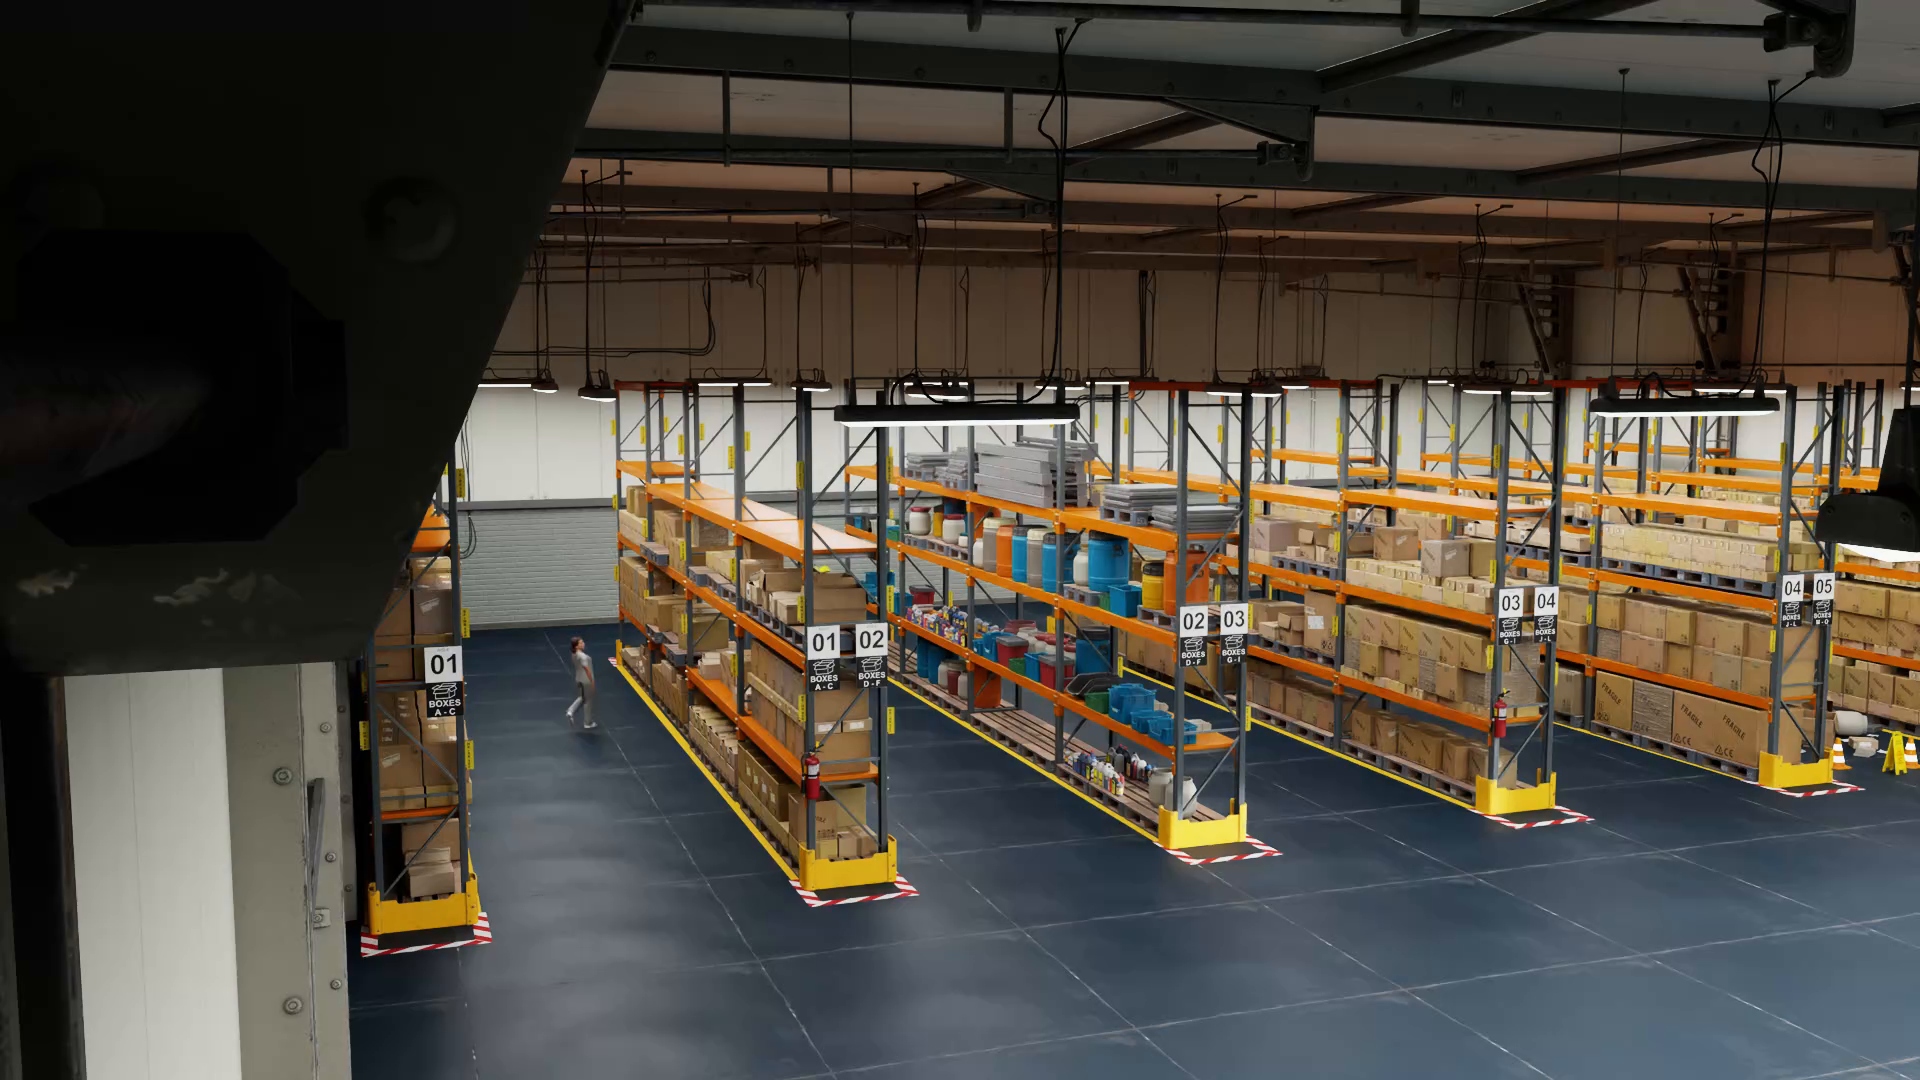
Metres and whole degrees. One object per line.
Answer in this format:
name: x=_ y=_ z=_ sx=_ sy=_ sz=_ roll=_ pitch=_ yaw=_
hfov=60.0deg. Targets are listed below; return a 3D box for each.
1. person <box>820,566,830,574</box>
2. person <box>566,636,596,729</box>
person: x=-3.110 y=1.453 z=37.745 sx=0.556 sy=1.752 sz=0.620 roll=-2 pitch=6 yaw=-18
person: x=-6.527 y=2.476 z=28.810 sx=0.501 sy=1.639 sz=0.631 roll=6 pitch=8 yaw=43
